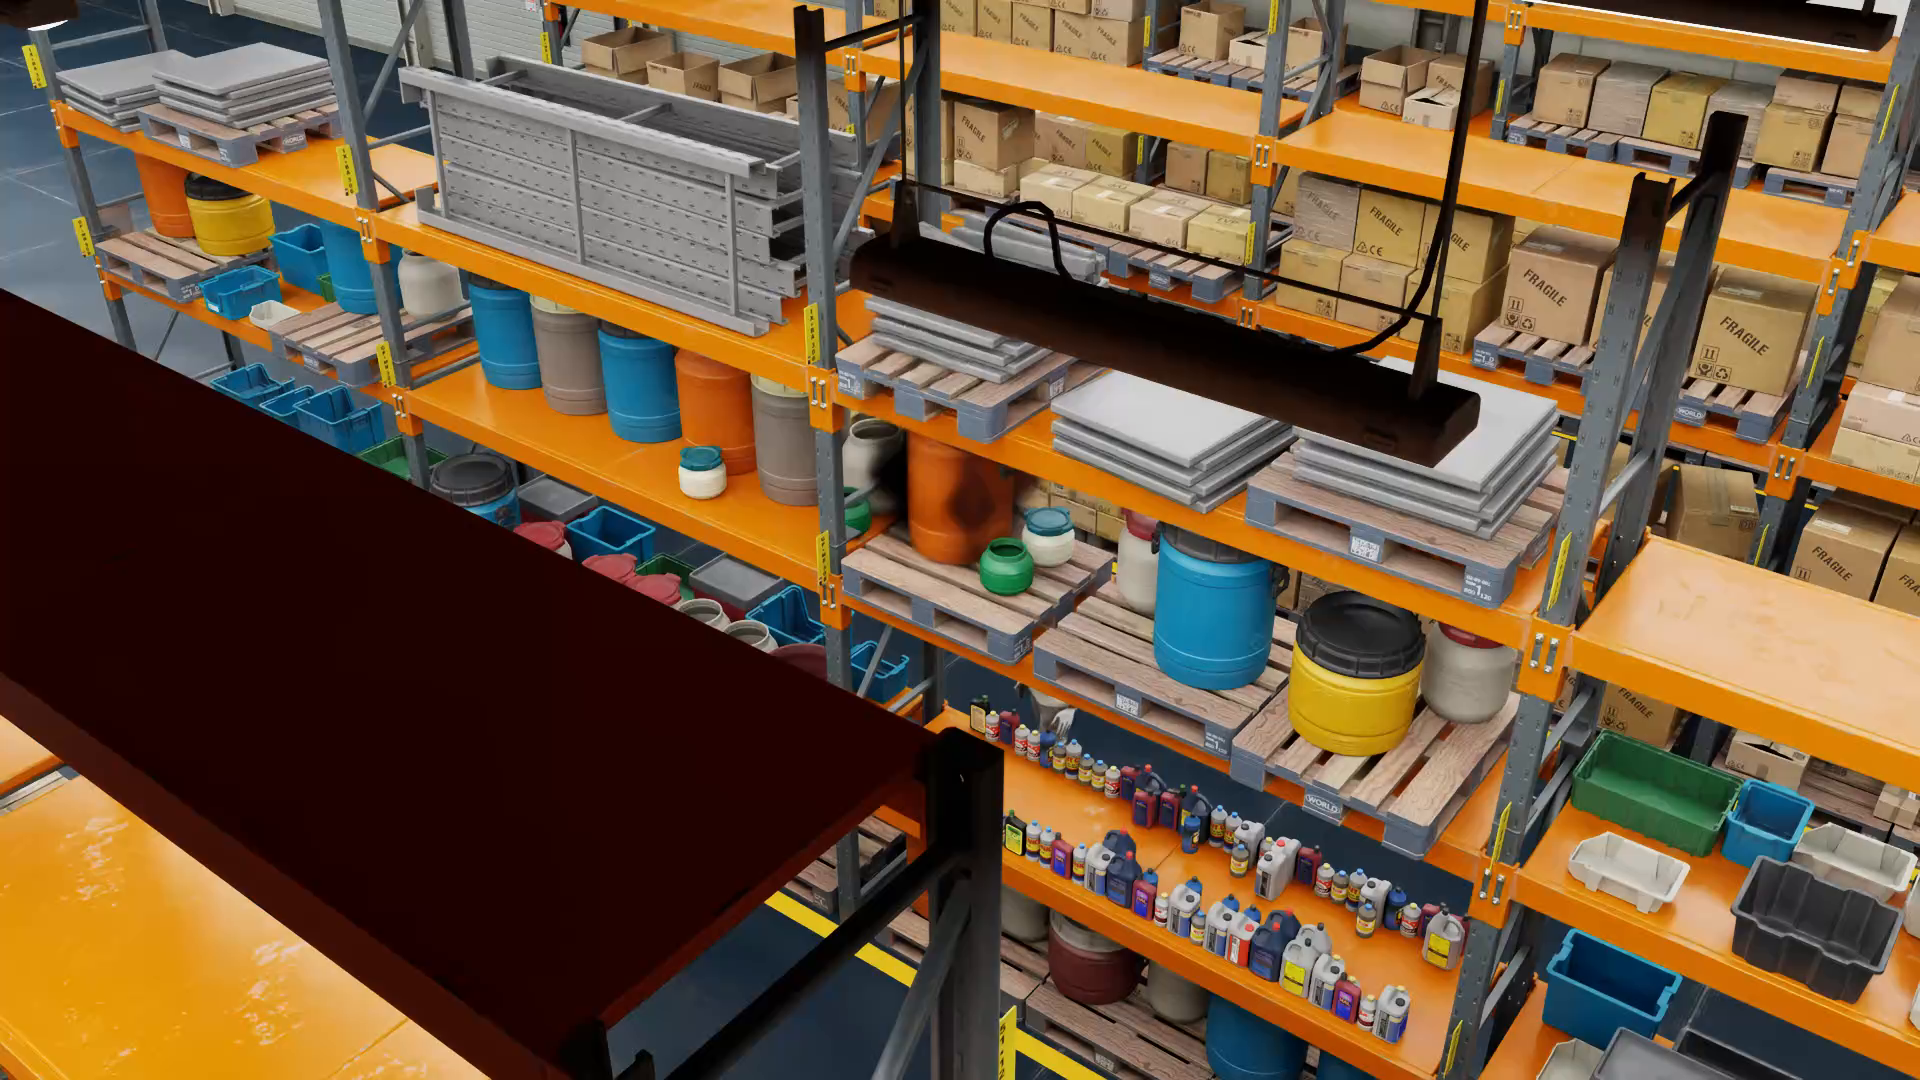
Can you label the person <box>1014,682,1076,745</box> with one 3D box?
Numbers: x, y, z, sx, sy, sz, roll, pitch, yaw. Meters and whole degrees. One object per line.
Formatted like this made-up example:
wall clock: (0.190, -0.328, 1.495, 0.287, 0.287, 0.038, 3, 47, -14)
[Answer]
person: (0.627, 1.107, 11.768, 0.508, 1.773, 0.644, -10, 33, -15)
